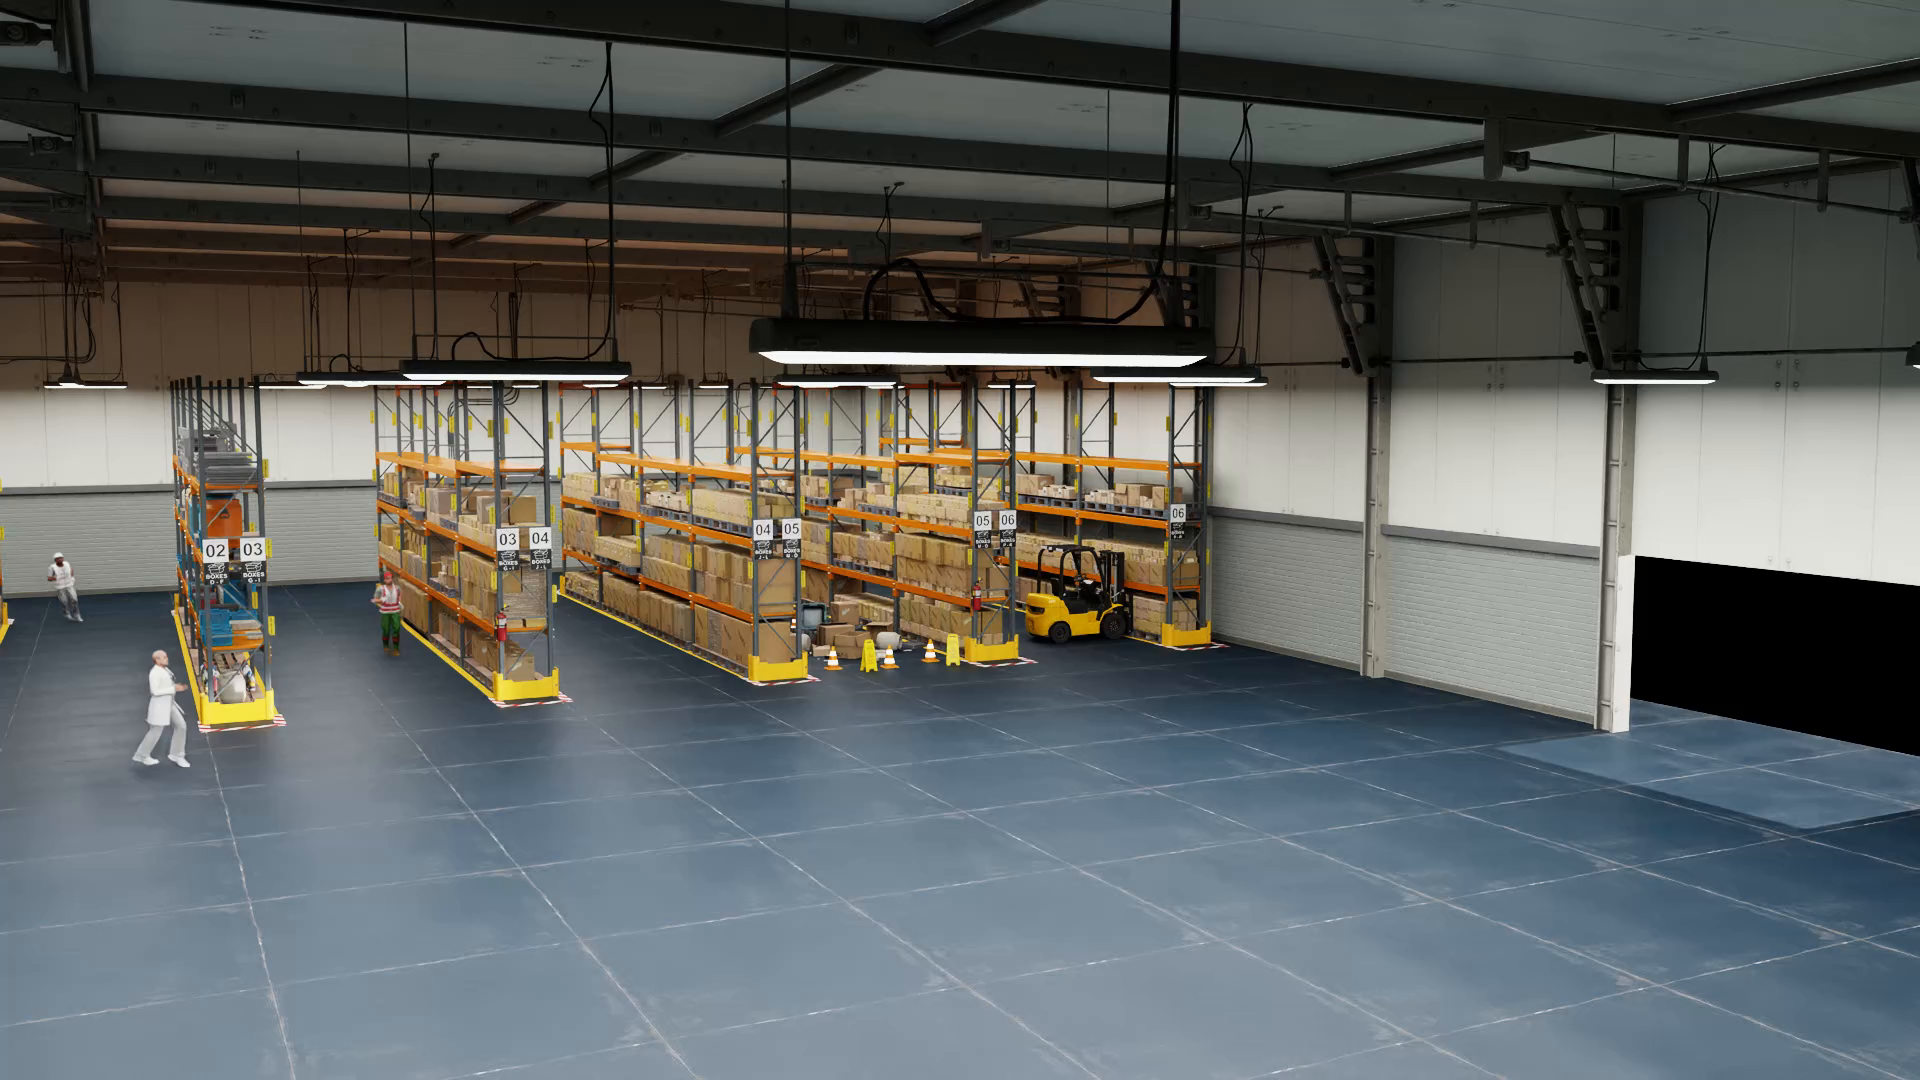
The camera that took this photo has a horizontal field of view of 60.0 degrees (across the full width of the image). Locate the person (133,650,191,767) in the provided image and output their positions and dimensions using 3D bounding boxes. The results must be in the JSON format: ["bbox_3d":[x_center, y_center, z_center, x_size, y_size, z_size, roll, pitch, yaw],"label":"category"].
[{"bbox_3d":[-12.153,2.692,25.303,0.868,1.657,0.687,0,5,-2],"label":"person"}]

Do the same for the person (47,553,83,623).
[{"bbox_3d":[-22.265,1.185,41.269,0.733,1.780,0.691,-5,7,-42],"label":"person"}]

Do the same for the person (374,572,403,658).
[{"bbox_3d":[-12.373,1.610,36.074,0.635,1.835,0.766,-3,6,-29],"label":"person"}]
